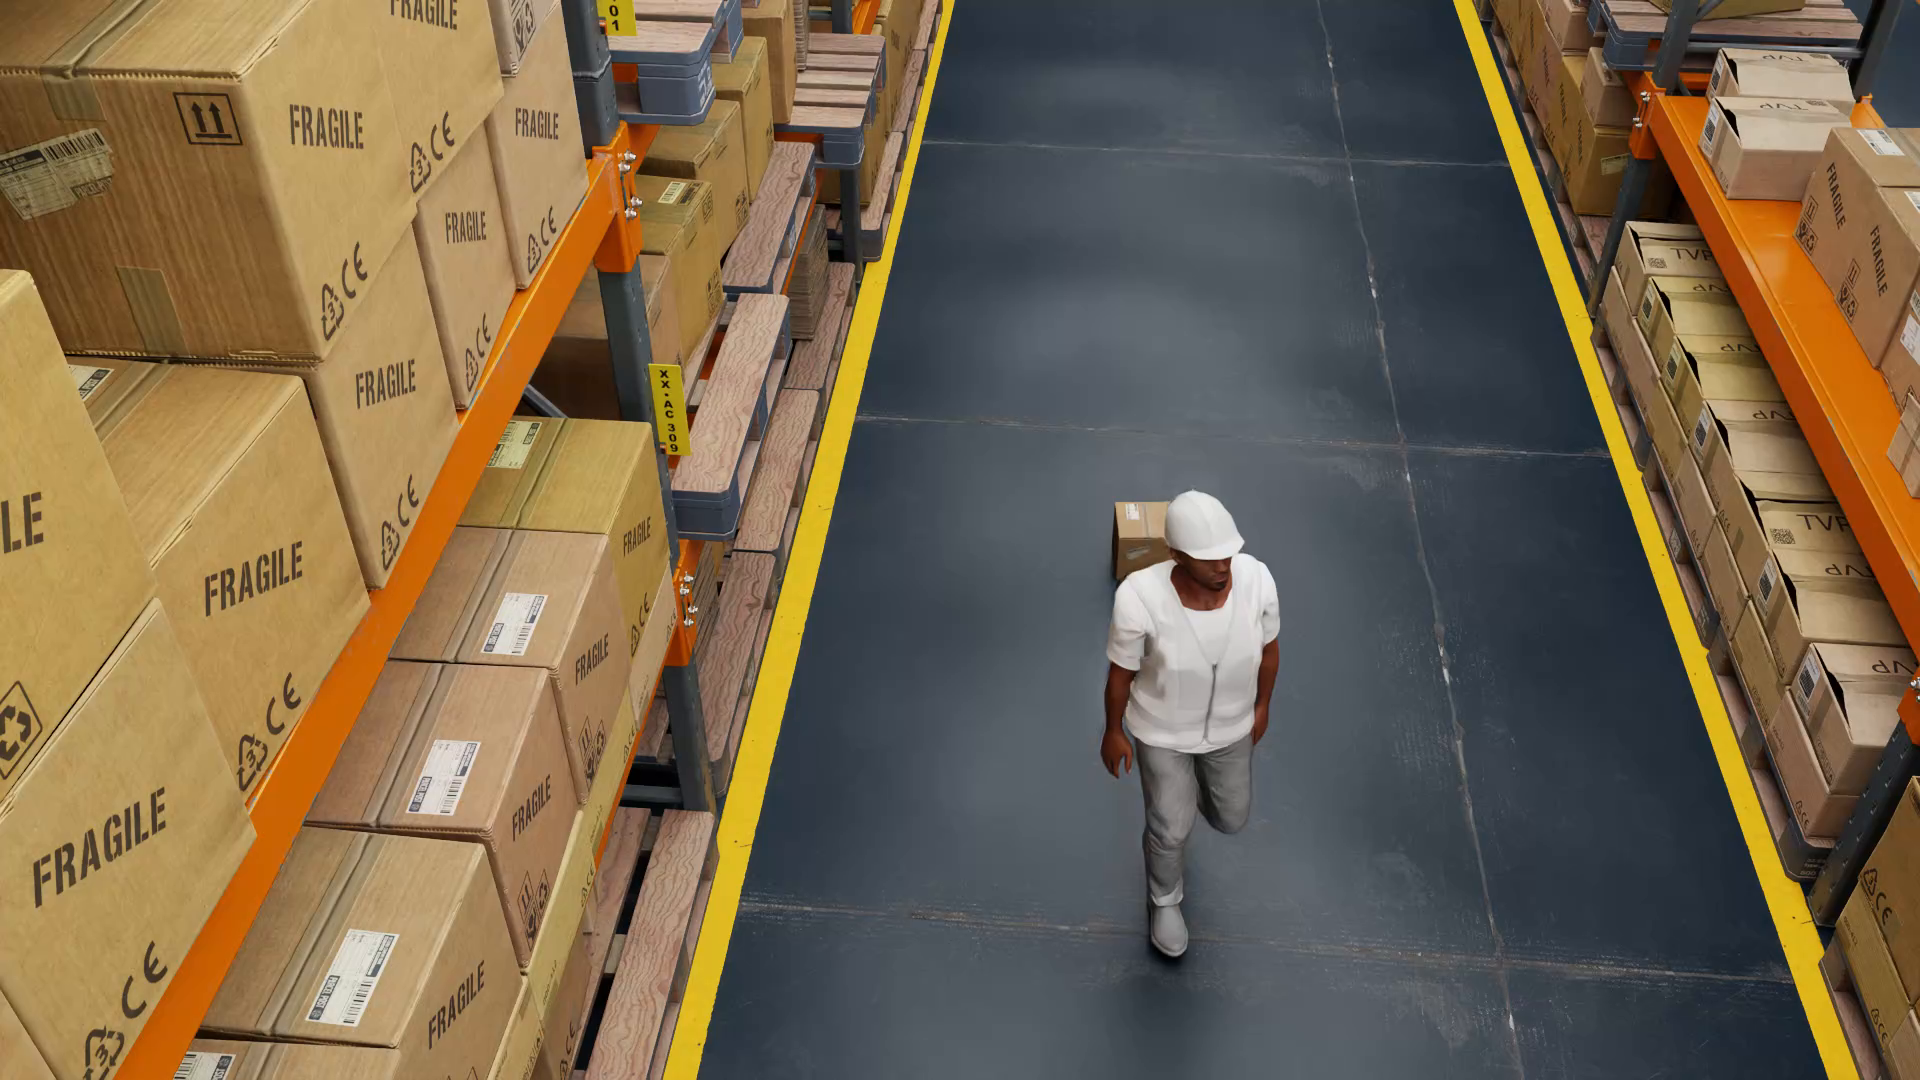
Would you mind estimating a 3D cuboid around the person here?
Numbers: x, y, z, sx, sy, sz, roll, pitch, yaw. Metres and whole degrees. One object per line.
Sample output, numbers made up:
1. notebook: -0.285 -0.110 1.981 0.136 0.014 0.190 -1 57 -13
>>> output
1. person: 0.748 0.564 5.439 0.588 1.748 0.686 -8 41 -10
